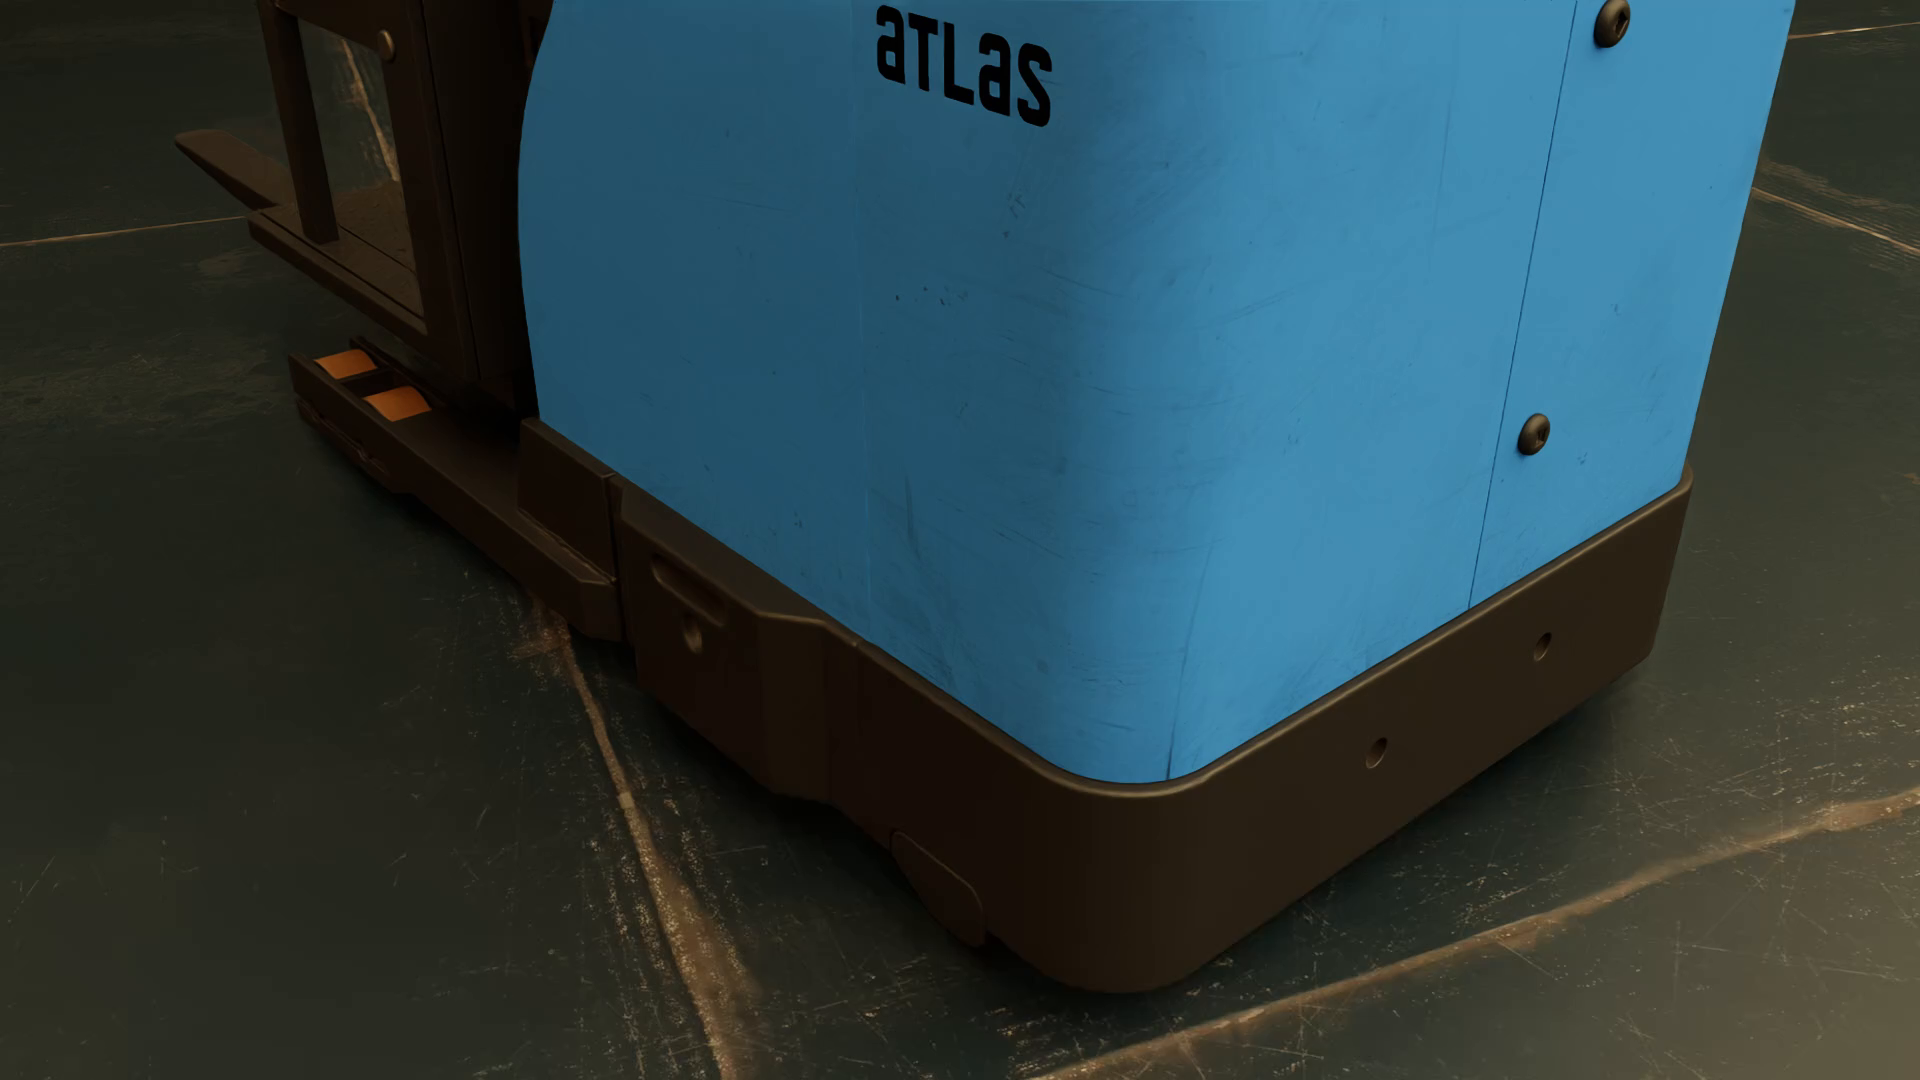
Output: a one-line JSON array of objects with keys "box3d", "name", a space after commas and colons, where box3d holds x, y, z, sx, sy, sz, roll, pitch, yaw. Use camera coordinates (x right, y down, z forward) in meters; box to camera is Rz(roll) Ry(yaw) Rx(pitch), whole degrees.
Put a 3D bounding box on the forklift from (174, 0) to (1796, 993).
[{"box3d": [-0.449, -1.492, 2.158, 1.130, 2.935, 3.031, -23, 37, -35], "name": "forklift"}]
